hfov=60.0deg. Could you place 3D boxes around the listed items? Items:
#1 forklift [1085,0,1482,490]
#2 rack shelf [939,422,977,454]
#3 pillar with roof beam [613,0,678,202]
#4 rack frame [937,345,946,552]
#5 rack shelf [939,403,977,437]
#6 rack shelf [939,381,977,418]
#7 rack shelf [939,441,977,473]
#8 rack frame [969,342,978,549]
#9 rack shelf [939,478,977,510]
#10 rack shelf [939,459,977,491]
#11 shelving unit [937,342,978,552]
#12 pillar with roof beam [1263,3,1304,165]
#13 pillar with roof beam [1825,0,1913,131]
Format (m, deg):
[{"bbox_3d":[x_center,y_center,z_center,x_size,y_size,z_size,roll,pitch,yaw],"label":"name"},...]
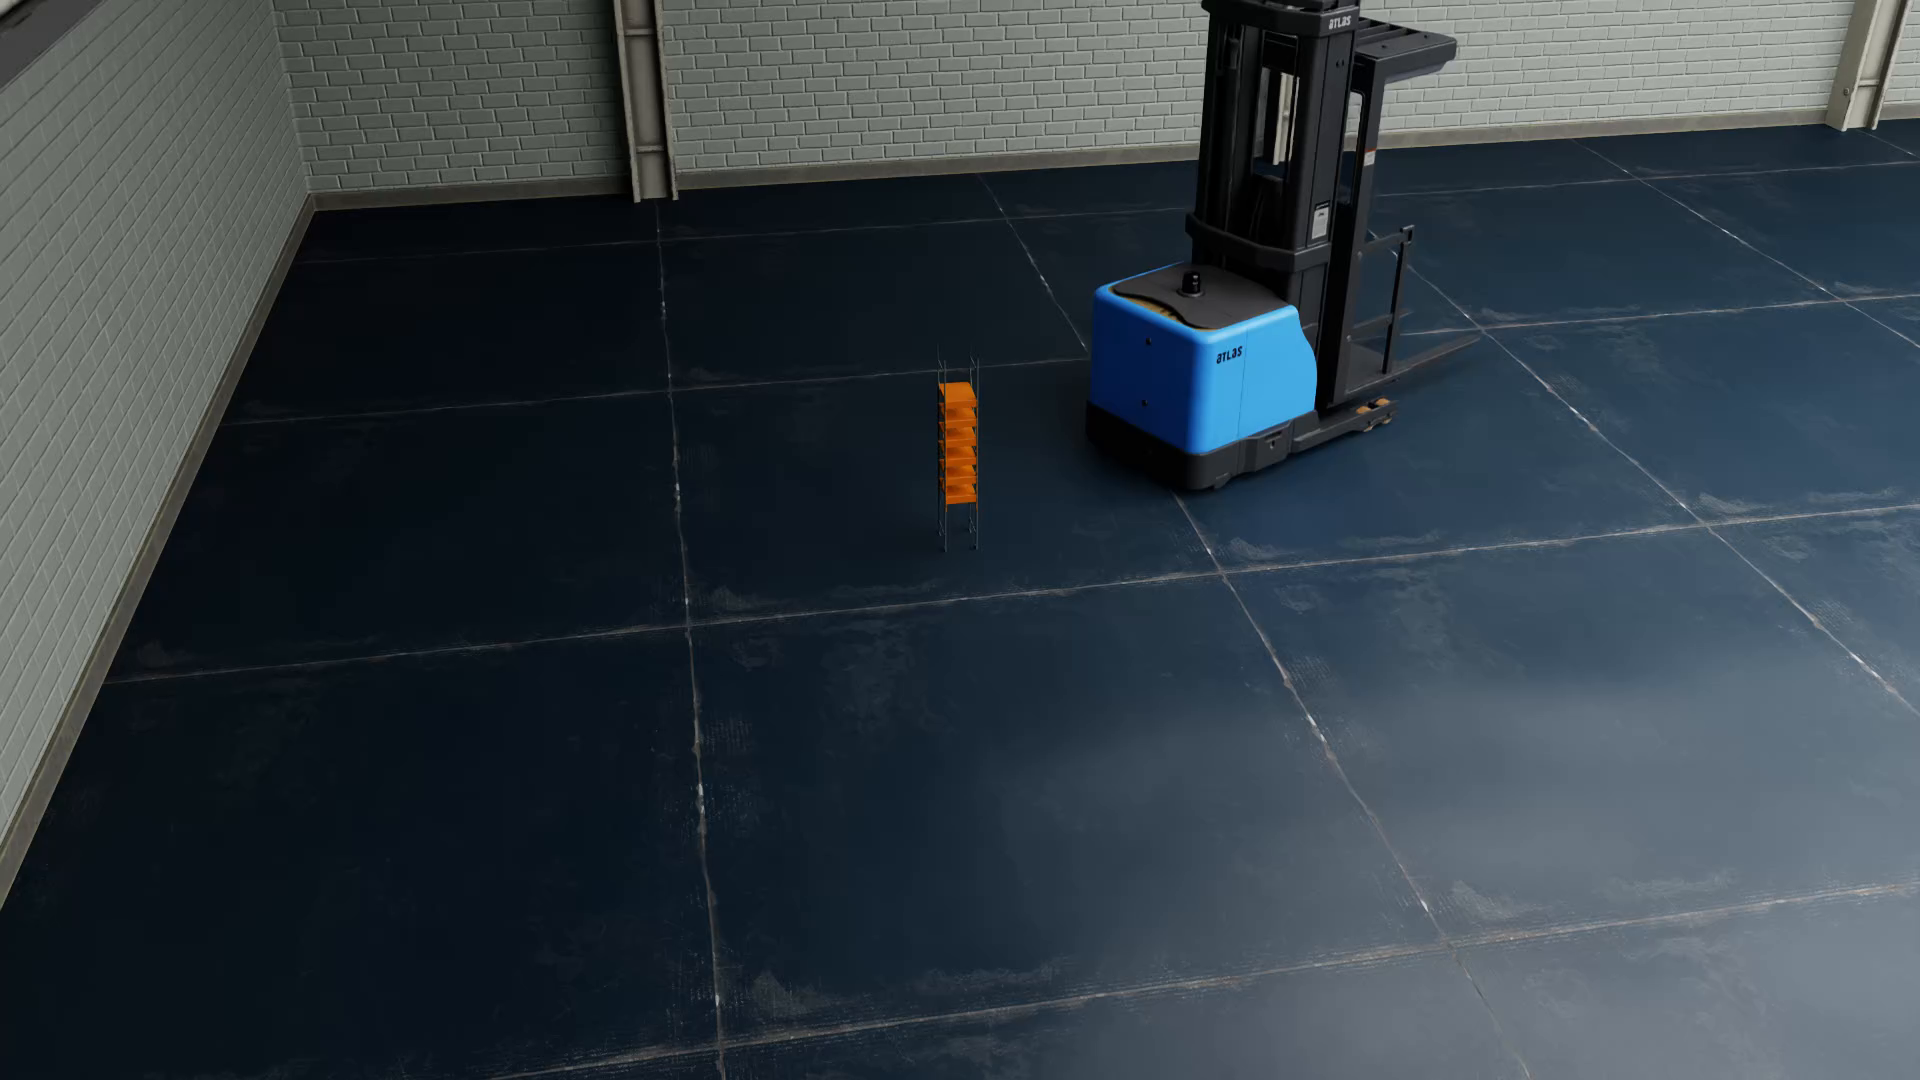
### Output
[{"bbox_3d":[2.287,-2.165,10.540,3.031,2.935,1.130,-22,37,-32],"label":"forklift"},{"bbox_3d":[-0.014,-0.581,9.405,0.180,0.103,0.258,-5,31,-9],"label":"rack shelf"},{"bbox_3d":[-1.980,-4.852,9.123,0.400,9.000,9.100,-5,31,-9],"label":"pillar with roof beam"},{"bbox_3d":[-0.104,-0.508,9.429,0.006,1.200,0.240,-5,31,-9],"label":"rack frame"},{"bbox_3d":[-0.014,-0.684,9.344,0.180,0.103,0.258,-5,31,-9],"label":"rack shelf"},{"bbox_3d":[-0.014,-0.788,9.284,0.180,0.103,0.258,-5,31,-9],"label":"rack shelf"},{"bbox_3d":[-0.014,-0.478,9.466,0.180,0.103,0.258,-5,31,-9],"label":"rack shelf"},{"bbox_3d":[0.076,-0.524,9.458,0.006,1.200,0.240,-5,31,-9],"label":"rack frame"},{"bbox_3d":[-0.014,-0.271,9.588,0.180,0.103,0.258,-5,31,-9],"label":"rack shelf"},{"bbox_3d":[-0.014,-0.374,9.527,0.180,0.103,0.258,-5,31,-9],"label":"rack shelf"},{"bbox_3d":[-0.014,-0.516,9.444,0.189,1.200,0.258,-5,31,-9],"label":"shelving unit"},{"bbox_3d":[3.922,-5.399,10.055,0.400,9.000,9.100,-5,31,-9],"label":"pillar with roof beam"},{"bbox_3d":[9.824,-5.947,10.986,0.400,9.000,9.100,-5,31,-9],"label":"pillar with roof beam"}]
